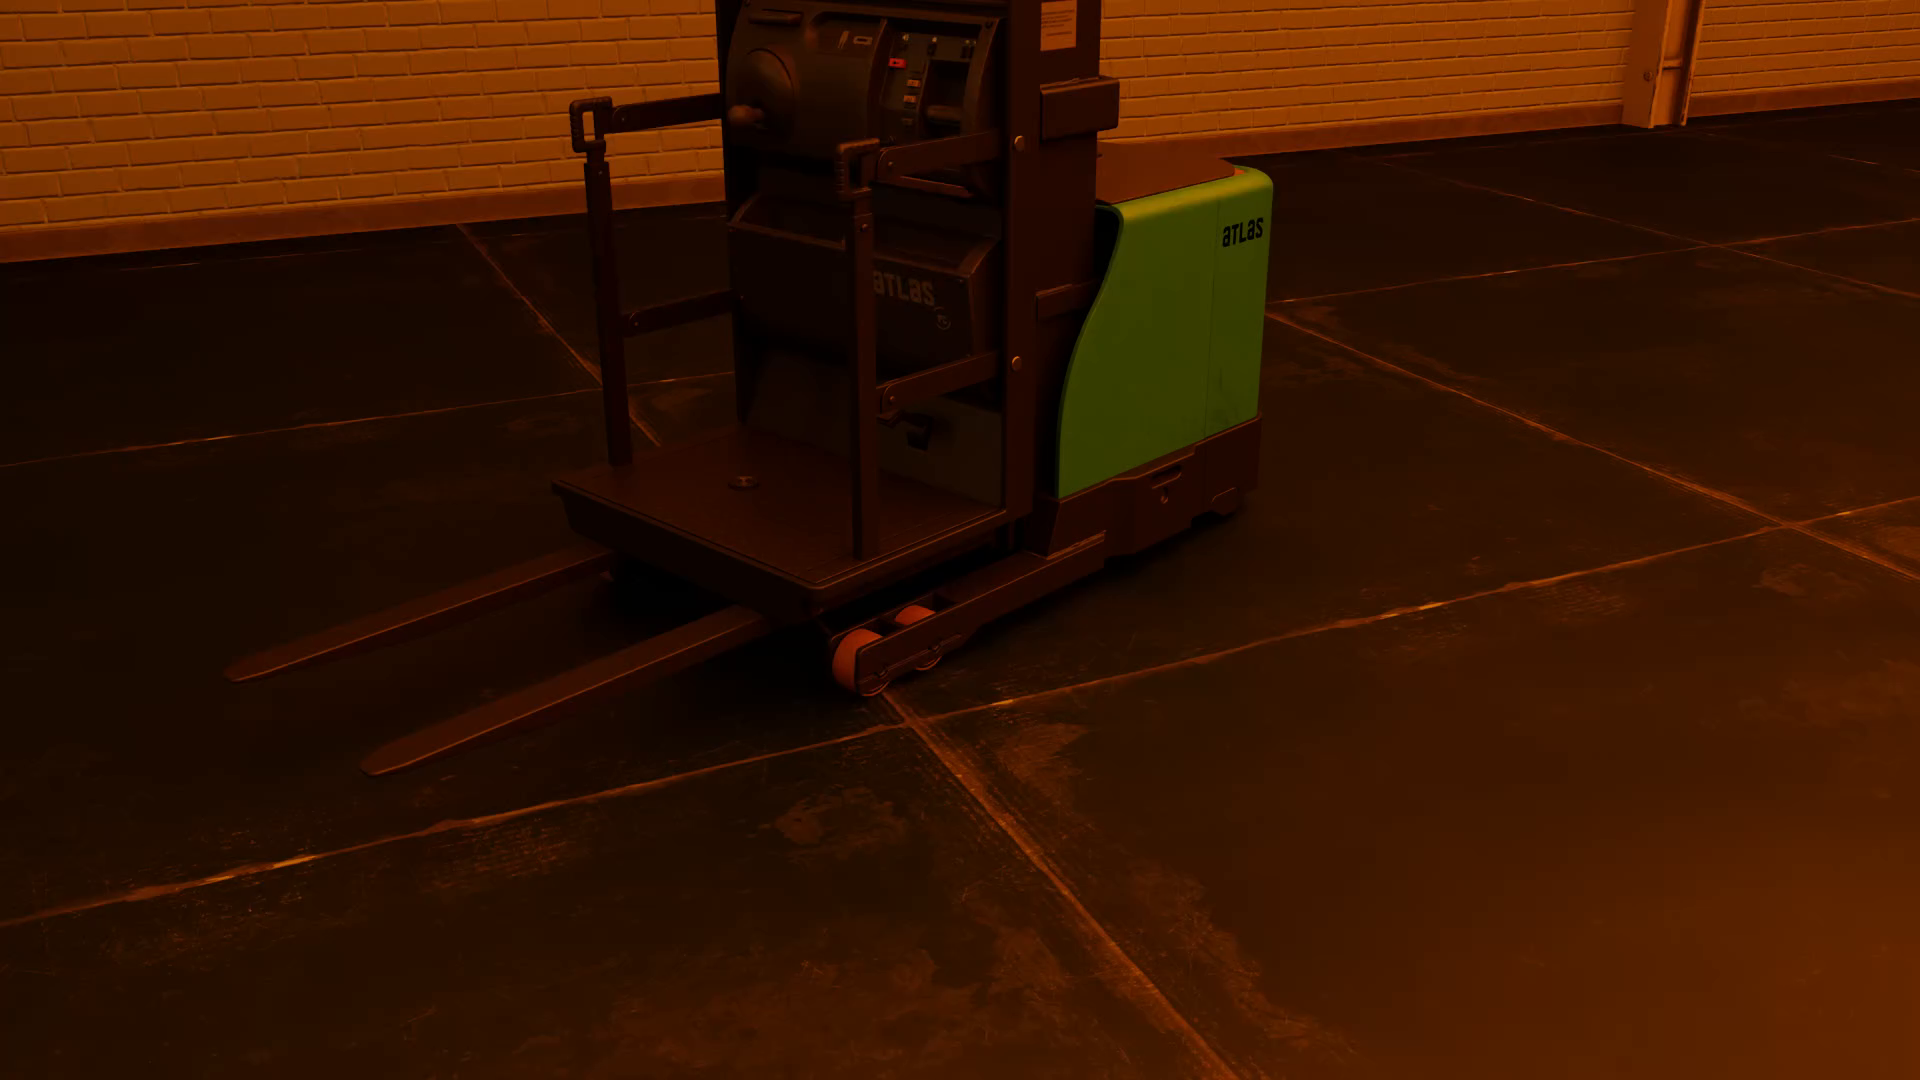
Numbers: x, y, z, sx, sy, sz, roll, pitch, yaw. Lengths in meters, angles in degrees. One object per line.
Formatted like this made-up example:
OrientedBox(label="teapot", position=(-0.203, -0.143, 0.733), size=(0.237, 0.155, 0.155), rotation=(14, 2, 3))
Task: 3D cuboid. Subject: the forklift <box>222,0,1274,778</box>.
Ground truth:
OrientedBox(label="forklift", position=(-0.413, -1.182, 4.131), size=(1.130, 2.935, 3.031), rotation=(19, 29, 39))
